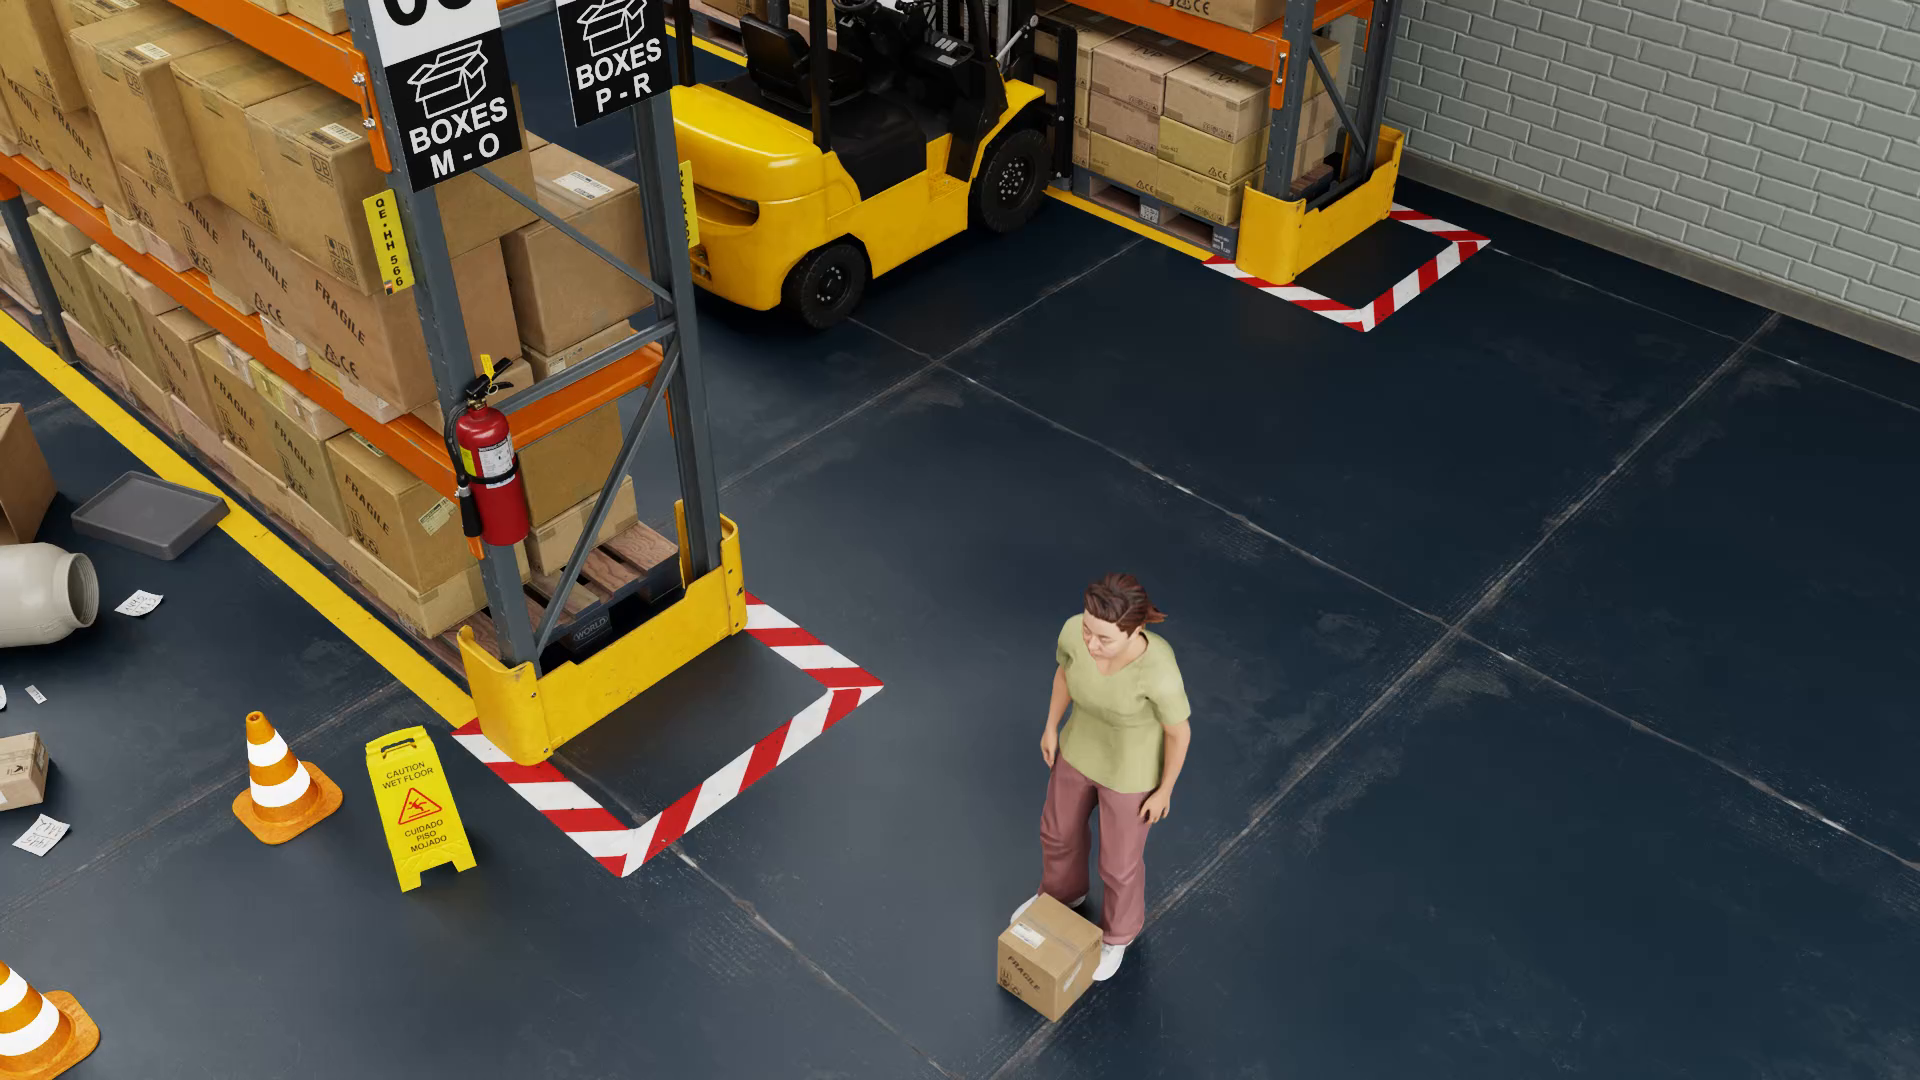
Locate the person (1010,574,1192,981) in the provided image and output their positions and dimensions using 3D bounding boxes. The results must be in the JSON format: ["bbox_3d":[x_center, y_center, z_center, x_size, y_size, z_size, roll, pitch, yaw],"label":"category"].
[{"bbox_3d":[0.462,0.726,5.276,0.504,1.671,0.356,28,47,30],"label":"person"}]
